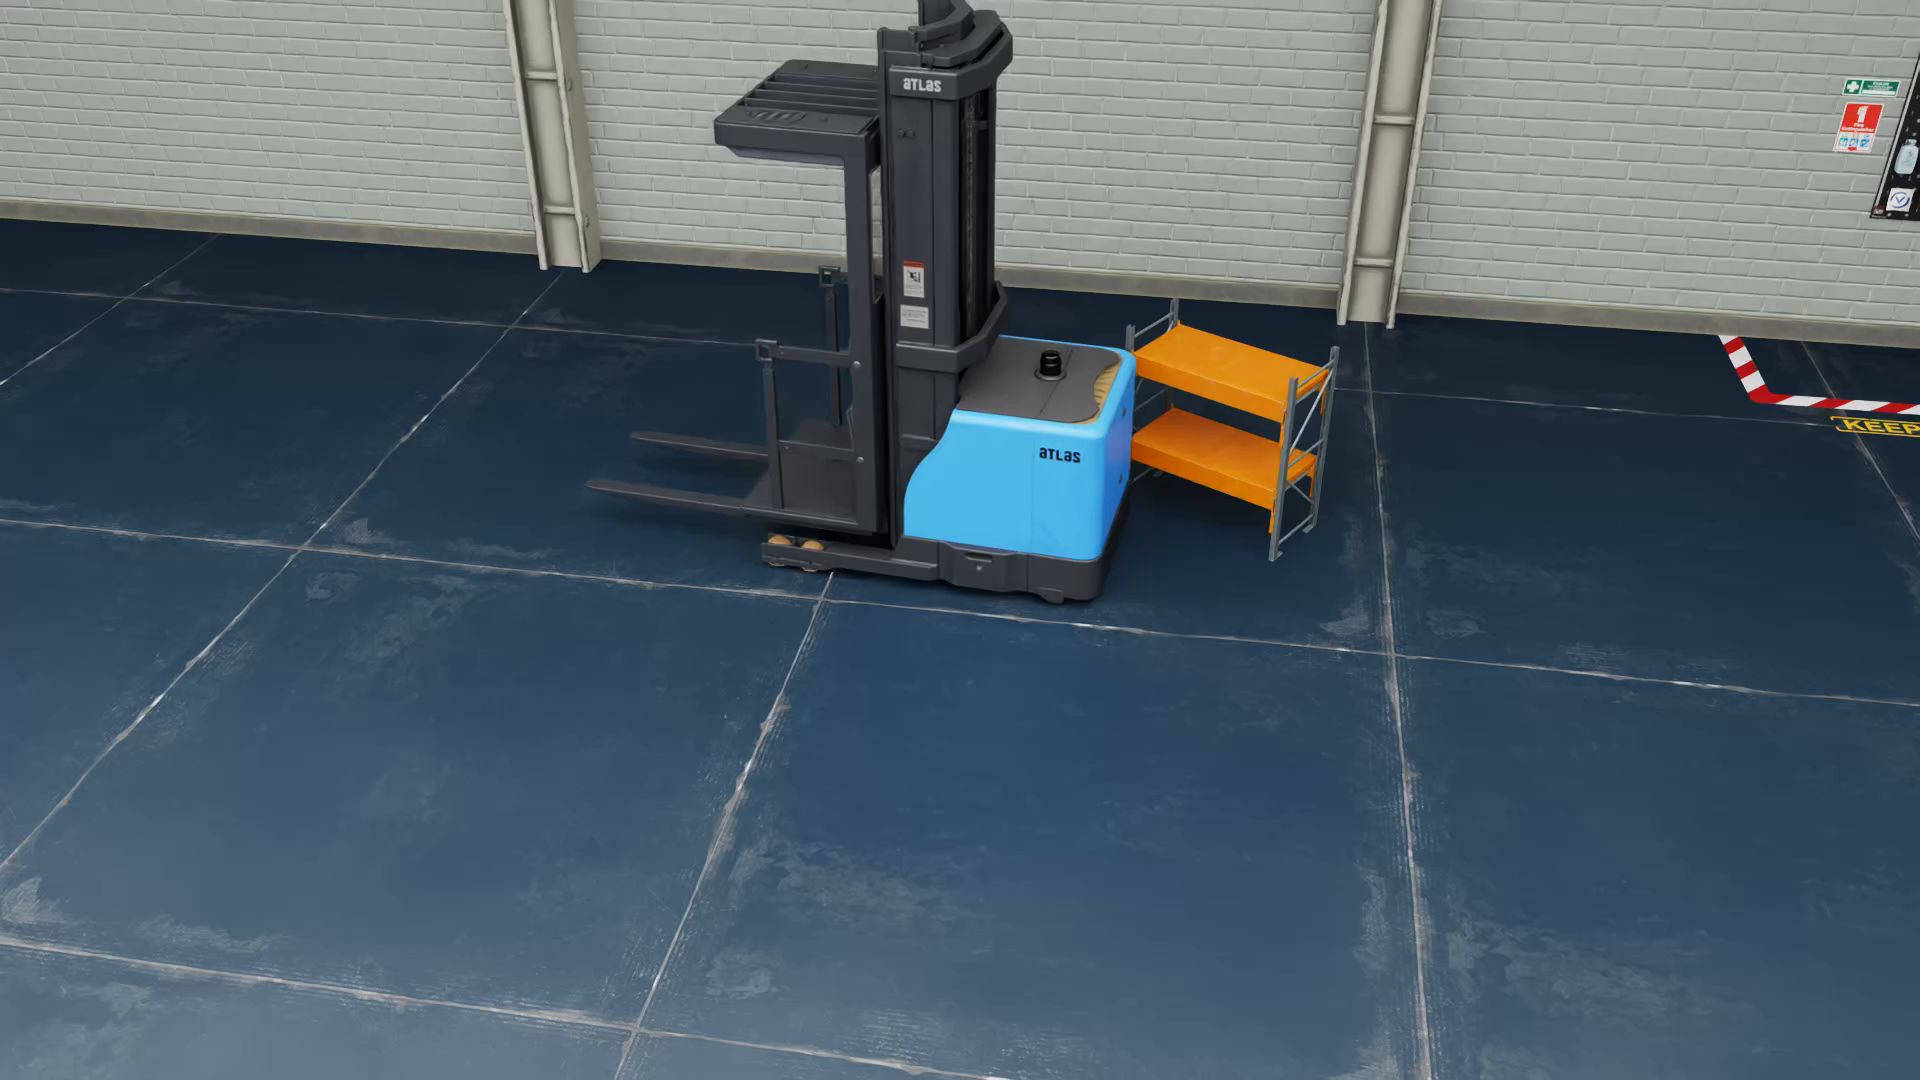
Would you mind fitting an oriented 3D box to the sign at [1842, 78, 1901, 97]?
[{"bbox_3d":[5.877,-2.917,10.724,0.331,0.109,0.001,5,32,8],"label":"sign"}]

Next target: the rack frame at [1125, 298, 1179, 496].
[{"bbox_3d":[1.086,-0.800,9.642,0.032,1.125,0.500,23,39,32],"label":"rack frame"}]

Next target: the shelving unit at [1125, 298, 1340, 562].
[{"bbox_3d":[1.483,-0.632,9.373,1.048,1.125,0.538,23,39,32],"label":"shelving unit"}]

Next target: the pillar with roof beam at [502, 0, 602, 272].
[{"bbox_3d":[-3.722,-3.701,6.855,0.400,9.000,9.100,5,32,8],"label":"pillar with roof beam"}]

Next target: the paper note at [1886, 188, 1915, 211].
[{"bbox_3d":[6.239,-2.258,11.034,0.142,0.148,0.016,5,32,8],"label":"paper note"}]

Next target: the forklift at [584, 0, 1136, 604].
[{"bbox_3d":[-0.603,-1.329,8.784,3.031,2.935,1.130,8,33,13],"label":"forklift"}]

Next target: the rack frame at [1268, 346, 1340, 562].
[{"bbox_3d":[1.881,-0.464,9.105,0.032,1.125,0.500,23,39,32],"label":"rack frame"}]

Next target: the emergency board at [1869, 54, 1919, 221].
[{"bbox_3d":[6.396,-2.589,10.734,0.626,1.169,0.157,5,32,8],"label":"emergency board"}]

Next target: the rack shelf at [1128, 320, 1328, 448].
[{"bbox_3d":[1.483,-0.880,9.218,1.000,0.278,0.538,23,39,32],"label":"rack shelf"}]

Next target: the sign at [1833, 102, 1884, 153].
[{"bbox_3d":[5.874,-2.698,10.873,0.234,0.329,0.001,5,32,8],"label":"sign"}]

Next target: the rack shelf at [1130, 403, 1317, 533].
[{"bbox_3d":[1.483,-0.425,9.503,1.000,0.278,0.538,23,39,32],"label":"rack shelf"}]

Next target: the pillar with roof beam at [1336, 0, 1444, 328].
[{"bbox_3d":[2.192,-3.166,6.000,0.400,9.000,9.100,5,32,8],"label":"pillar with roof beam"}]
